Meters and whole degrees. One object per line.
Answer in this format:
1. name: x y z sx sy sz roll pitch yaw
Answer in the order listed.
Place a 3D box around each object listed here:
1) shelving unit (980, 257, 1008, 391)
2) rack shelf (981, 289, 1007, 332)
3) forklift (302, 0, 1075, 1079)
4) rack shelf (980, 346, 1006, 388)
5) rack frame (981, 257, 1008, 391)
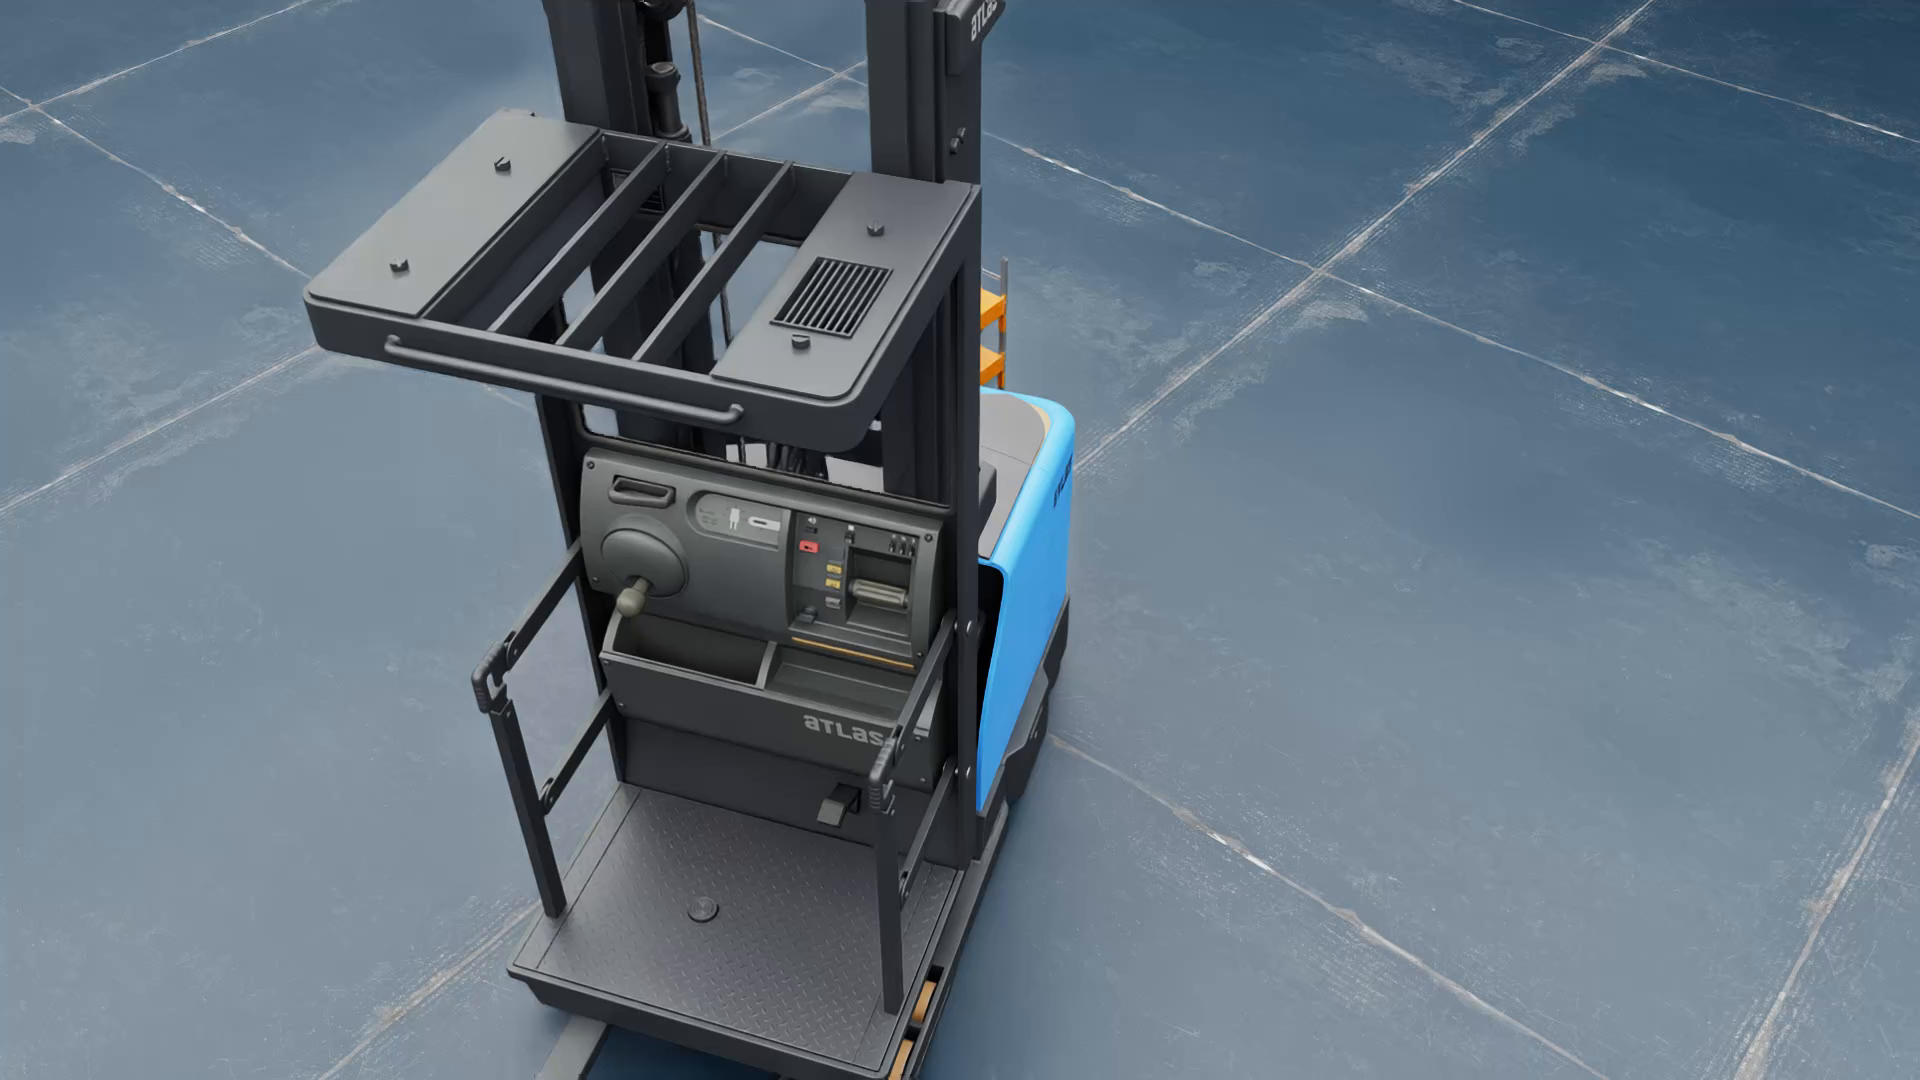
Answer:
1. shelving unit: -0.092 -0.402 5.800 0.258 1.200 0.503 28 49 28
2. rack shelf: -0.092 -0.693 5.536 0.258 0.148 0.480 28 49 28
3. forklift: -0.564 0.134 3.924 1.130 2.935 3.031 12 44 13
4. rack shelf: -0.092 -0.518 5.695 0.258 0.148 0.480 28 49 28
5. rack frame: 0.061 -0.530 5.941 0.240 1.200 0.015 28 49 28
